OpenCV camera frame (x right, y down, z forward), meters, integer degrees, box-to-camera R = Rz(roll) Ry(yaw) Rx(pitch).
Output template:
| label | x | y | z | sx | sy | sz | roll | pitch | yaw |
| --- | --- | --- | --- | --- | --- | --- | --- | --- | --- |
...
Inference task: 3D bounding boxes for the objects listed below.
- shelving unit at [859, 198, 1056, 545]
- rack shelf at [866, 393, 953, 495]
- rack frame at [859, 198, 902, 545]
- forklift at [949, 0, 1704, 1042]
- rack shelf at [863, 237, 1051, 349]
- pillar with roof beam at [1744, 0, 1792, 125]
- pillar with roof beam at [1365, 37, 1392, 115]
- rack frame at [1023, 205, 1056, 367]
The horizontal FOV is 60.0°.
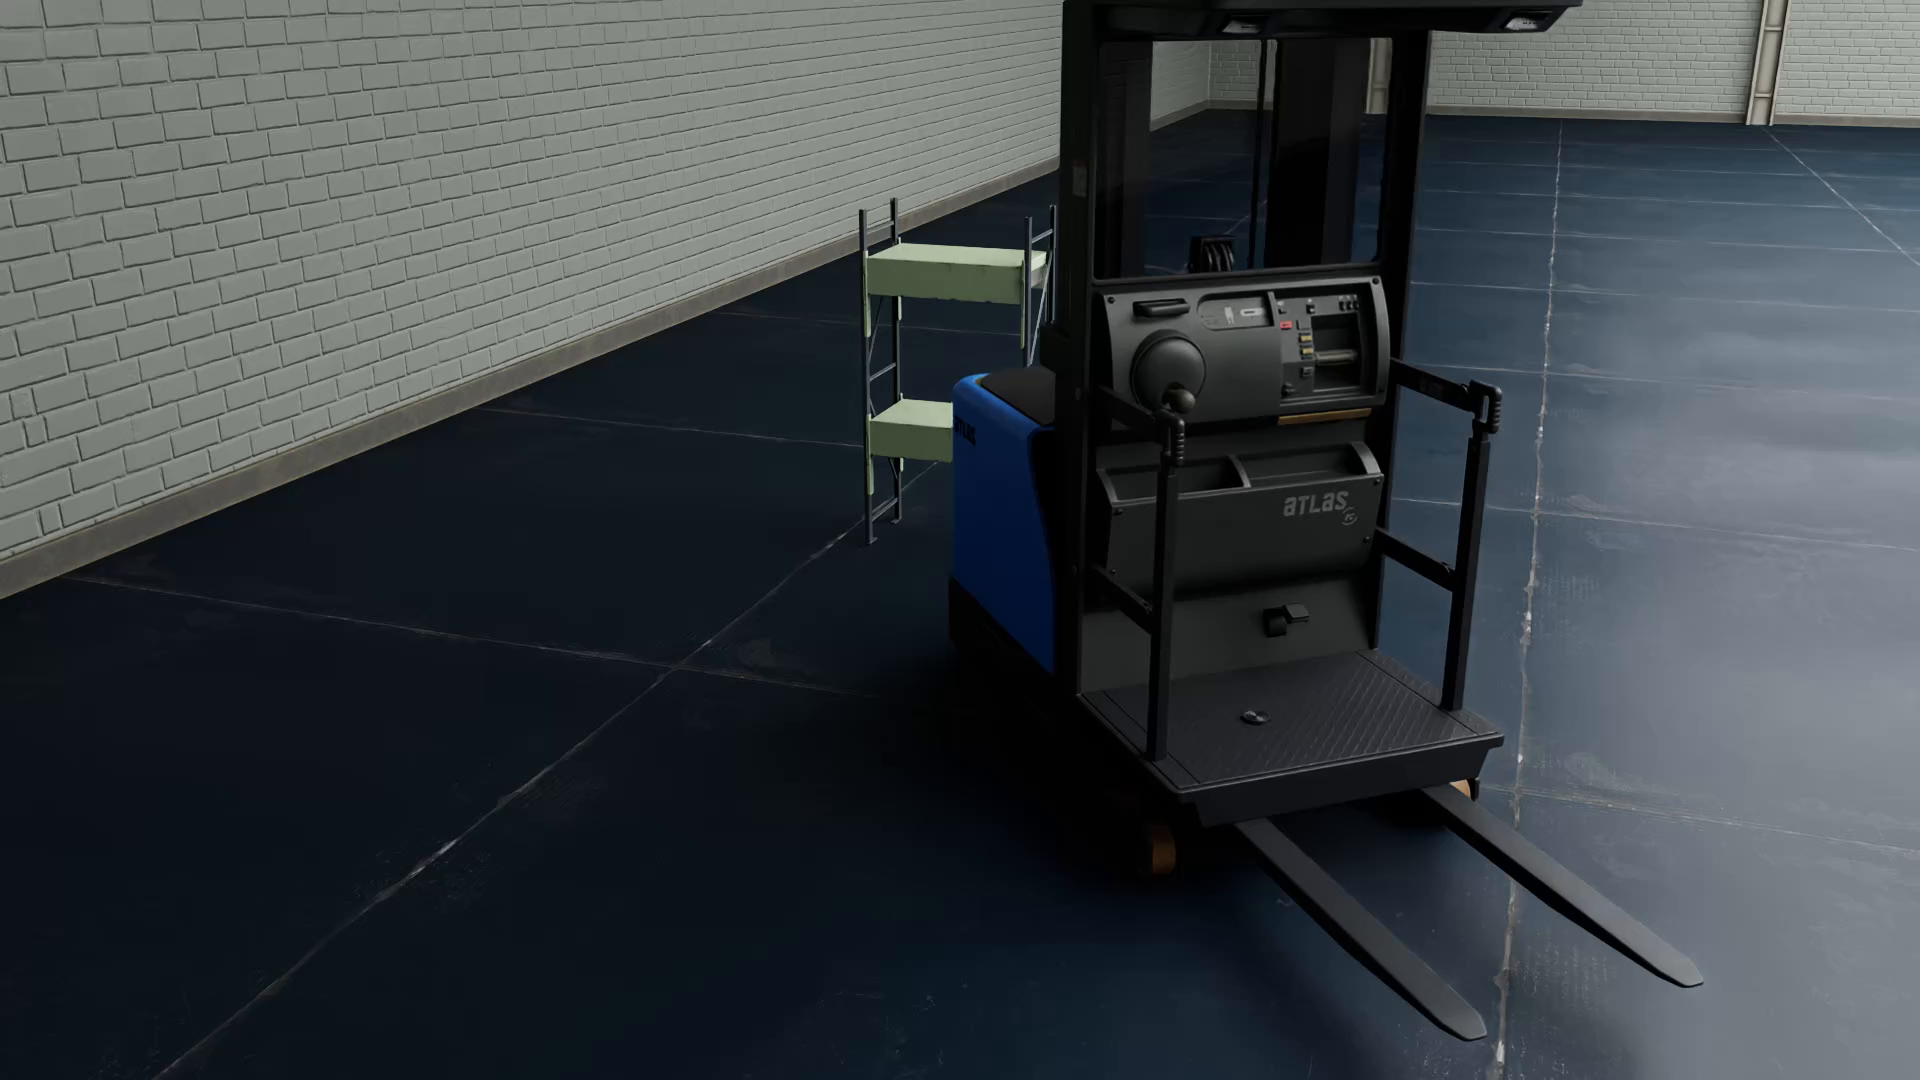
| label | x | y | z | sx | sy | sz | roll | pitch | yaw |
| --- | --- | --- | --- | --- | --- | --- | --- | --- | --- |
| shelving unit | -0.006 | -0.709 | 7.331 | 0.755 | 1.500 | 0.431 | 7 | 20 | 18 |
| rack shelf | -0.006 | -0.401 | 7.439 | 0.720 | 0.370 | 0.431 | 7 | 20 | 18 |
| rack frame | -0.352 | -0.748 | 7.445 | 0.023 | 1.500 | 0.400 | 7 | 20 | 18 |
| forklift | 0.931 | -0.565 | 4.746 | 1.130 | 2.935 | 3.031 | -7 | 20 | -19 |
| rack shelf | -0.006 | -1.077 | 7.203 | 0.720 | 0.370 | 0.431 | 7 | 20 | 18 |
| pillar with roof beam | 11.459 | -9.617 | 21.493 | 0.400 | 9.000 | 9.100 | 7 | 20 | 18 |
| pillar with roof beam | 5.791 | -10.265 | 23.353 | 0.400 | 9.000 | 9.100 | 7 | 20 | 18 |
| rack frame | 0.339 | -0.669 | 7.218 | 0.023 | 1.500 | 0.400 | 7 | 20 | 18 |
